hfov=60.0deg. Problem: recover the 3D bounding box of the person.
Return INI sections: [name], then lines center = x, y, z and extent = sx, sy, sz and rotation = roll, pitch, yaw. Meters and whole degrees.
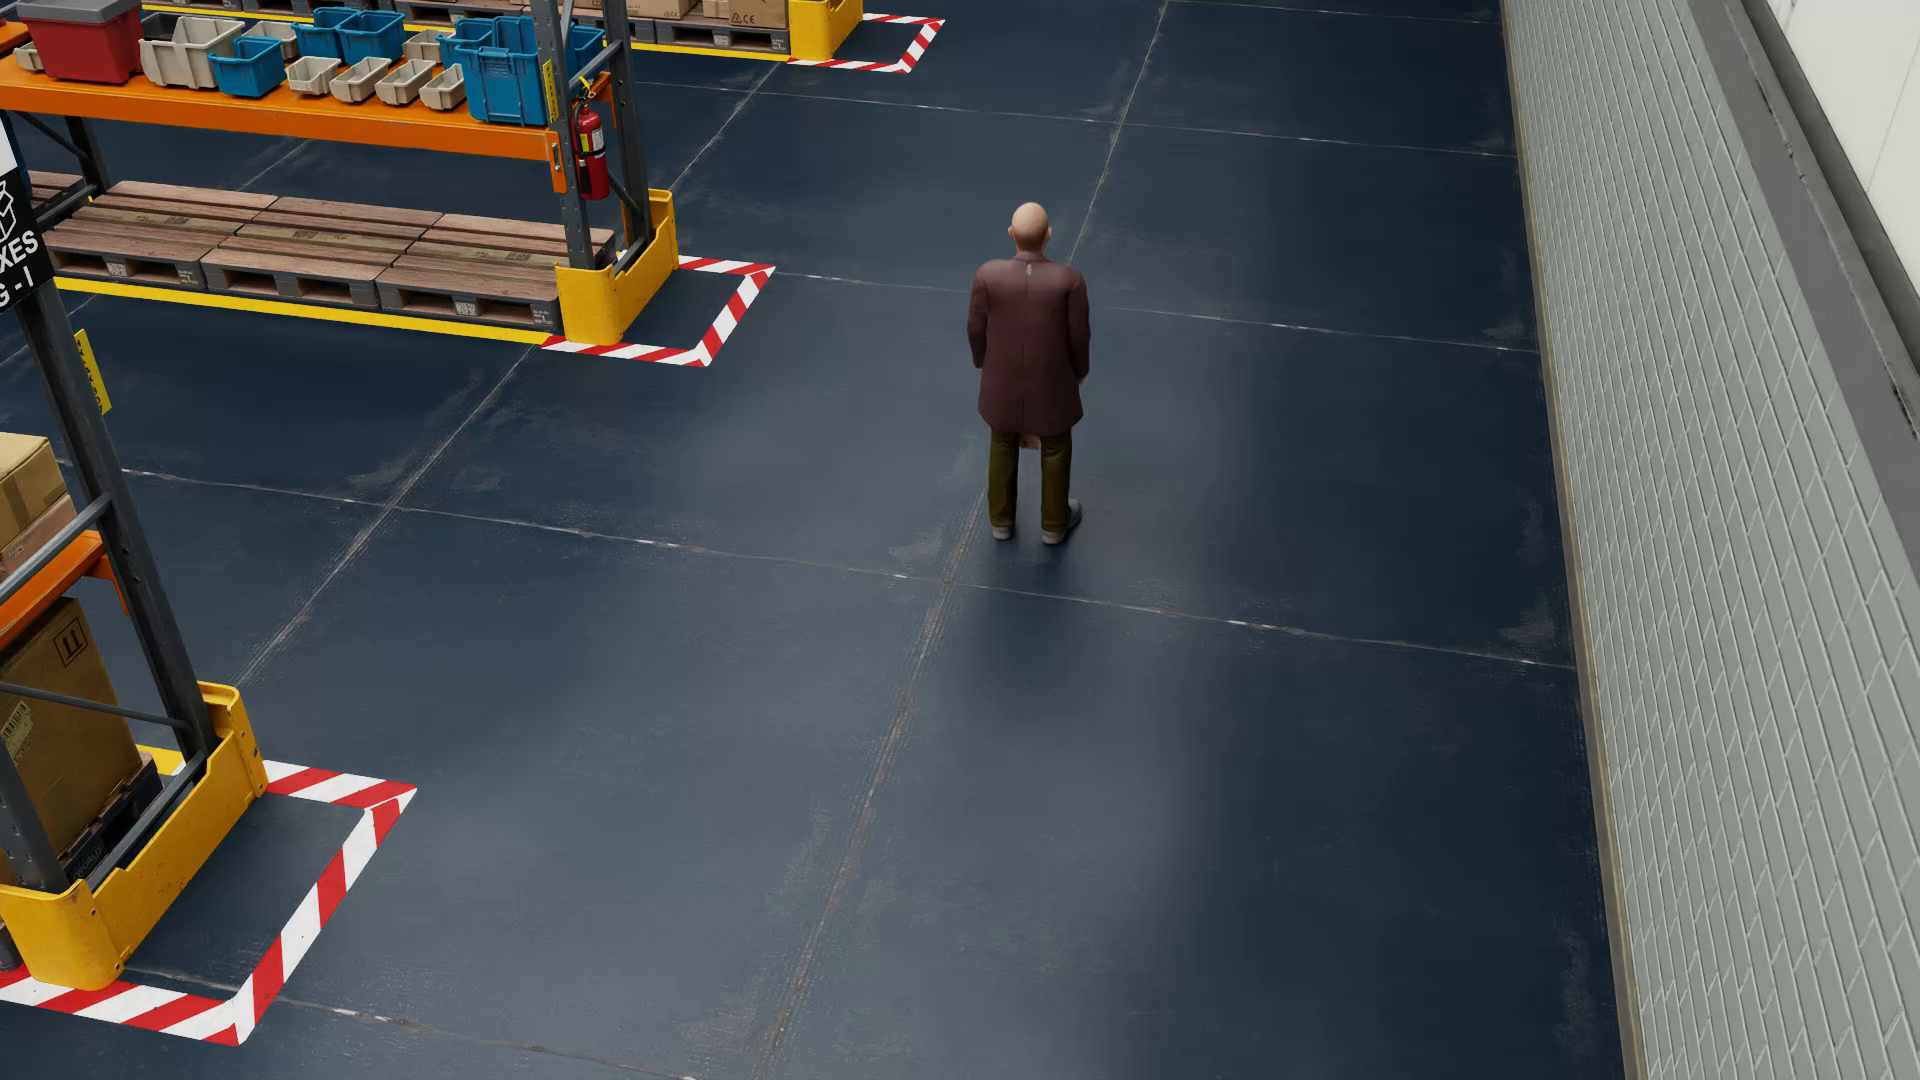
[person]
center = 0.317, -0.793, 8.067
extent = 0.651, 1.773, 0.428
rotation = 5, 36, 7
